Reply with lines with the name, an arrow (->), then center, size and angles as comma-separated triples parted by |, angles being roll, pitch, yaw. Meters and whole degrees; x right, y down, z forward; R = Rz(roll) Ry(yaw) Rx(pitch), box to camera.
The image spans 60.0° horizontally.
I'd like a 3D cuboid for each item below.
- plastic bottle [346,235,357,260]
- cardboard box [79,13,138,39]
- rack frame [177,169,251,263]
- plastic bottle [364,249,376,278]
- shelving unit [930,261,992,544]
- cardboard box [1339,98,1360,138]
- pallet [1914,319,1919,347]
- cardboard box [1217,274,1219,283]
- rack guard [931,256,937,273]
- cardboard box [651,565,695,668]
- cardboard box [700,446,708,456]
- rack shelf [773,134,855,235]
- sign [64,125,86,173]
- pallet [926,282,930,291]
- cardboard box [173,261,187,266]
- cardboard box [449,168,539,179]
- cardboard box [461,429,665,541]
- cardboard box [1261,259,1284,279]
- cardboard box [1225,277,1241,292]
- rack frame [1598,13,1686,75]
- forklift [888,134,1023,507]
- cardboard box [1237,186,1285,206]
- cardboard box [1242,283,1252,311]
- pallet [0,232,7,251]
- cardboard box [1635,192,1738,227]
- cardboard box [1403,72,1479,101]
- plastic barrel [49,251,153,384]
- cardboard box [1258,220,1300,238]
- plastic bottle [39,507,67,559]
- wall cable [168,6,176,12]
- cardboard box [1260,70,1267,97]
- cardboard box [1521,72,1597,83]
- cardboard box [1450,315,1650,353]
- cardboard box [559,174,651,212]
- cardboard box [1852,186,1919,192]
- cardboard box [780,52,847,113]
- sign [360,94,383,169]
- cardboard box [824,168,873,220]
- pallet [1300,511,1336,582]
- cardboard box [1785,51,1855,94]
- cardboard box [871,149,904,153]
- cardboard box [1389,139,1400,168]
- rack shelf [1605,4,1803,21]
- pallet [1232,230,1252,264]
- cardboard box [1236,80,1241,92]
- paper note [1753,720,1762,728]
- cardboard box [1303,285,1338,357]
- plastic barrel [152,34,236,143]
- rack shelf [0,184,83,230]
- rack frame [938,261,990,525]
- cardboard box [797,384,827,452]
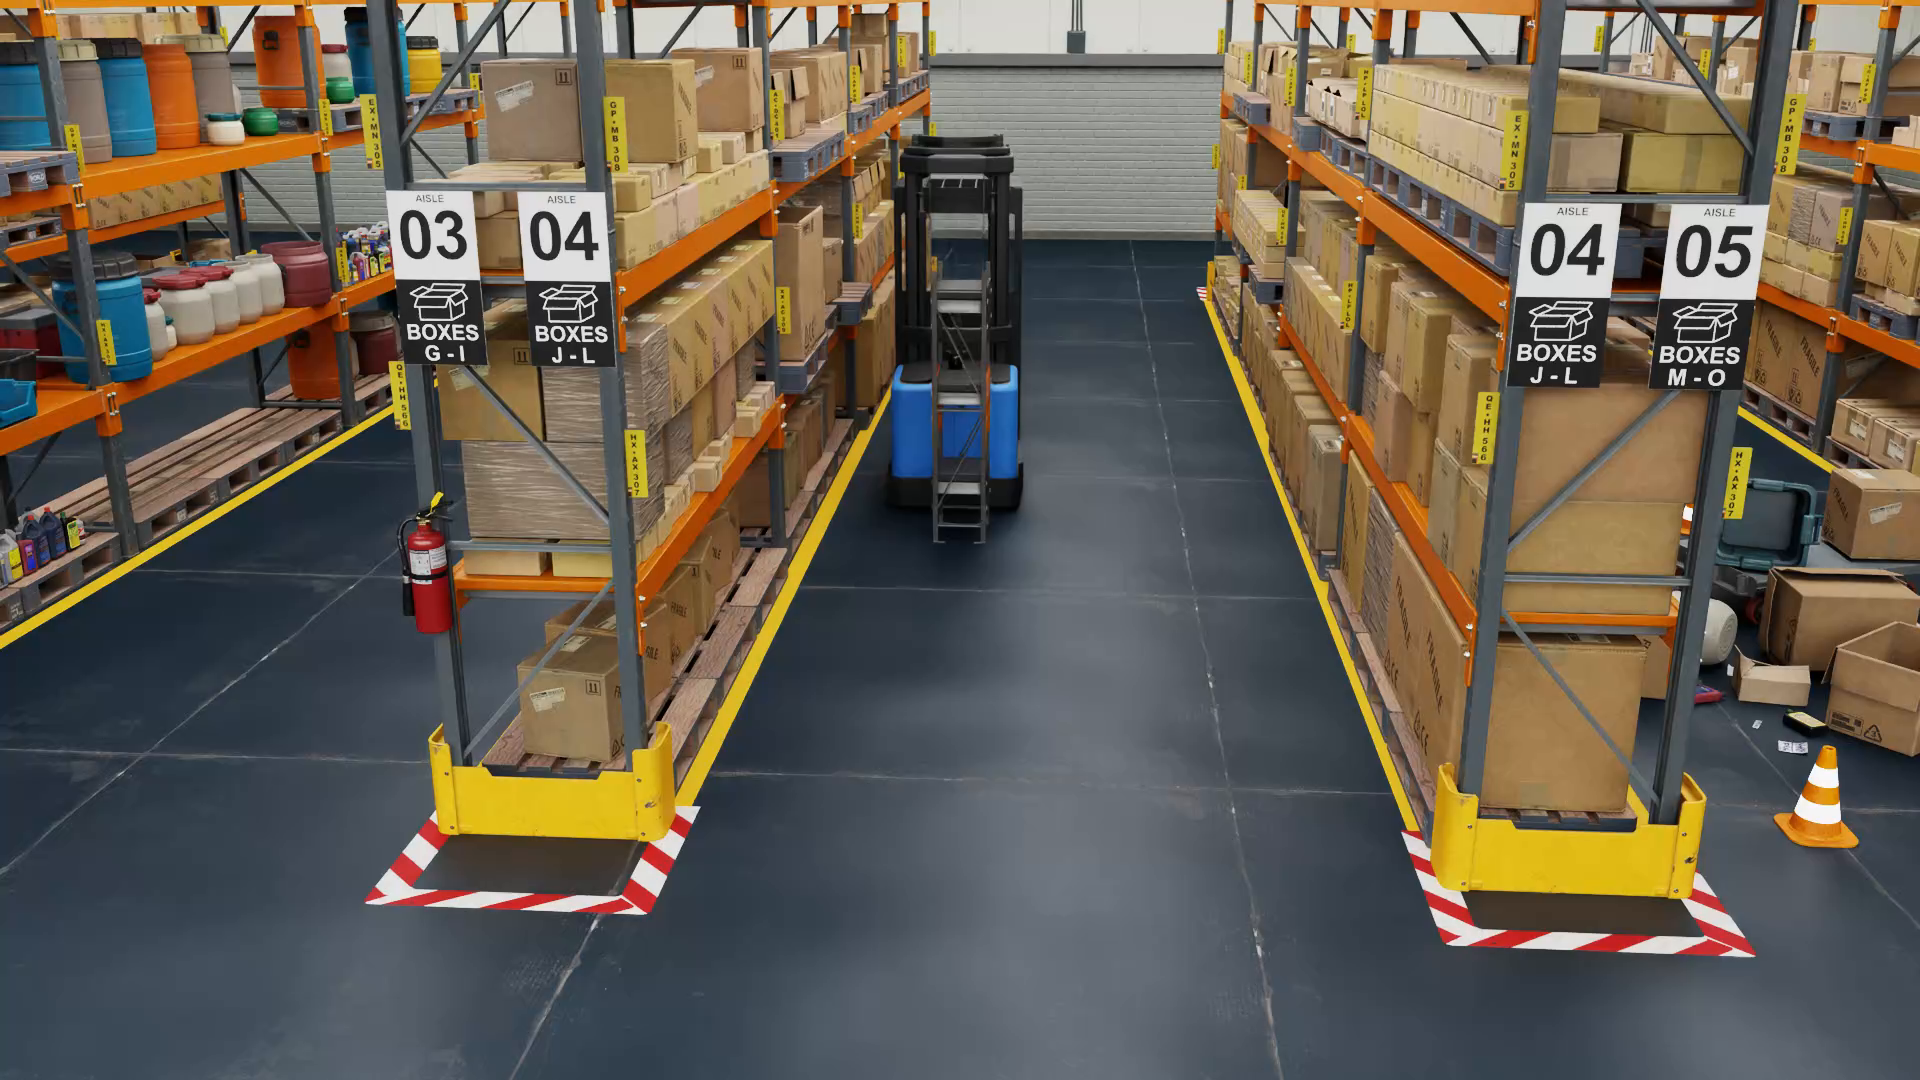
plastic bottle -> -6.546, -3.141, 17.898 | 0.097, 0.271, 0.097 | 0, 18, 0
cardboard box -> -10.996, -6.474, 21.280 | 0.700, 0.500, 0.500 | 1, 18, 4
rack frame -> -10.797, -5.150, 23.823 | 1.000, 3.000, 0.127 | 1, 18, 4
plastic bottle -> -5.989, -2.810, 16.868 | 0.061, 0.283, 0.133 | 1, 18, 4
shelving unit -> 0.012, -1.049, 12.753 | 0.431, 2.100, 0.503 | 1, 18, 4
cardboard box -> 3.032, -3.048, 11.997 | 0.500, 0.250, 0.500 | 1, 18, 3
pallet -> 8.293, -1.515, 13.037 | 1.003, 0.211, 1.213 | 1, 18, 4
cardboard box -> 3.654, -3.531, 22.308 | 0.380, 0.149, 0.250 | 1, 18, 4
rack guard -> -0.915, -3.747, 23.557 | 1.175, 0.500, 0.348 | 1, 18, 4
cardboard box -> -1.930, 0.456, 10.055 | 0.500, 0.500, 0.500 | 3, 18, 9
cardboard box -> -1.716, -0.467, 9.933 | 0.380, 0.149, 0.250 | 1, 18, 4
rack shelf -> -1.634, -2.906, 13.311 | 1.077, 0.370, 4.000 | 1, 18, 4
sign -> -6.169, -2.725, 11.591 | 0.100, 0.325, 0.005 | 1, 18, 4
pallet -> -0.896, -3.353, 22.816 | 1.003, 0.211, 1.213 | 1, 18, 4
cardboard box -> -11.155, -3.735, 23.213 | 0.500, 0.250, 0.500 | 1, 18, 4
cardboard box -> -2.309, -1.761, 8.263 | 0.380, 0.149, 0.250 | 0, 18, 2
cardboard box -> -1.997, -0.318, 8.437 | 0.875, 0.500, 0.500 | 1, 18, 4
cardboard box -> 3.027, -2.545, 15.601 | 0.380, 0.149, 0.250 | 2, 18, 5
cardboard box -> 3.523, -3.194, 20.802 | 0.380, 0.149, 0.250 | 1, 18, 2
rack frame -> 8.968, -7.557, 21.535 | 1.000, 3.000, 0.127 | 1, 18, 4
forklift -> -0.009, -2.067, 14.523 | 1.130, 2.935, 3.031 | 0, 18, 1
cardboard box -> 3.489, -3.889, 19.335 | 0.500, 0.500, 0.500 | 1, 18, 4
cardboard box -> 3.420, -2.688, 18.444 | 0.500, 0.250, 0.500 | 0, 18, 1
pallet -> -11.236, -3.178, 18.114 | 1.003, 0.211, 1.213 | 1, 18, 4
cardboard box -> 3.221, -1.469, 7.340 | 0.380, 0.149, 0.250 | 1, 18, 4
cardboard box -> 2.727, -2.569, 9.415 | 0.380, 0.149, 0.250 | 1, 18, 5
plastic barrel -> -6.387, -1.663, 12.375 | 0.600, 0.901, 0.708 | 1, 18, 4
cardboard box -> 3.067, -2.986, 15.991 | 0.380, 0.149, 0.250 | 2, 18, 6
plastic bottle -> -6.476, -0.055, 11.822 | 0.144, 0.351, 0.185 | 1, 18, 2
wall cable -> -14.977, -8.383, 29.043 | 3.097, 2.526, 0.112 | 1, 18, 4
cardboard box -> 3.464, -4.857, 17.581 | 0.500, 0.311, 0.500 | 1, 18, 3
cardboard box -> 3.383, -2.555, 9.375 | 0.380, 0.149, 0.250 | 1, 18, 4
cardboard box -> 3.065, -0.859, 8.752 | 0.875, 0.550, 0.550 | 1, 18, 4
cardboard box -> -1.698, -1.661, 7.958 | 0.380, 0.149, 0.250 | 2, 18, 5
cardboard box -> 8.699, -3.047, 15.637 | 0.500, 0.500, 0.500 | 1, 18, 4
cardboard box -> -1.275, -4.000, 14.532 | 0.500, 0.500, 0.500 | 2, 18, 5
sign -> -2.616, -1.823, 7.431 | 0.100, 0.325, 0.005 | 1, 18, 4
cardboard box -> -1.331, -3.605, 17.336 | 0.797, 0.503, 0.637 | 2, 18, 6
pallet -> 3.143, 0.025, 12.507 | 1.003, 0.211, 1.213 | 1, 18, 4
cardboard box -> 8.231, -4.448, 16.029 | 0.500, 0.500, 0.500 | 1, 18, 4
cardboard box -> -0.838, -4.569, 20.610 | 0.500, 0.500, 0.500 | 1, 18, 2
cardboard box -> 2.744, -2.271, 9.787 | 0.380, 0.149, 0.250 | 1, 18, 3
rack shelf -> 8.824, -6.404, 19.814 | 1.077, 0.370, 4.000 | 1, 18, 4
pallet -> 3.537, -3.218, 18.235 | 1.003, 0.211, 1.213 | 1, 18, 4
cardboard box -> 3.586, -5.369, 19.913 | 0.500, 0.250, 0.500 | 1, 18, 3
paper note -> 4.624, 1.069, 9.646 | 0.032, 0.001, 0.123 | 12, 22, 32
cardboard box -> 3.040, -1.746, 13.273 | 0.500, 0.500, 0.500 | 1, 18, 3
plastic barrel -> -6.706, -3.967, 14.591 | 0.600, 0.901, 0.600 | 0, 18, 0
rack shelf -> -6.861, -1.774, 9.857 | 1.077, 0.370, 4.000 | 1, 18, 4
rack frame -> 0.029, -1.125, 12.984 | 0.400, 2.100, 0.015 | 1, 18, 4
cardboard box -> -1.545, -1.083, 14.720 | 0.700, 0.500, 0.500 | 0, 18, -1
